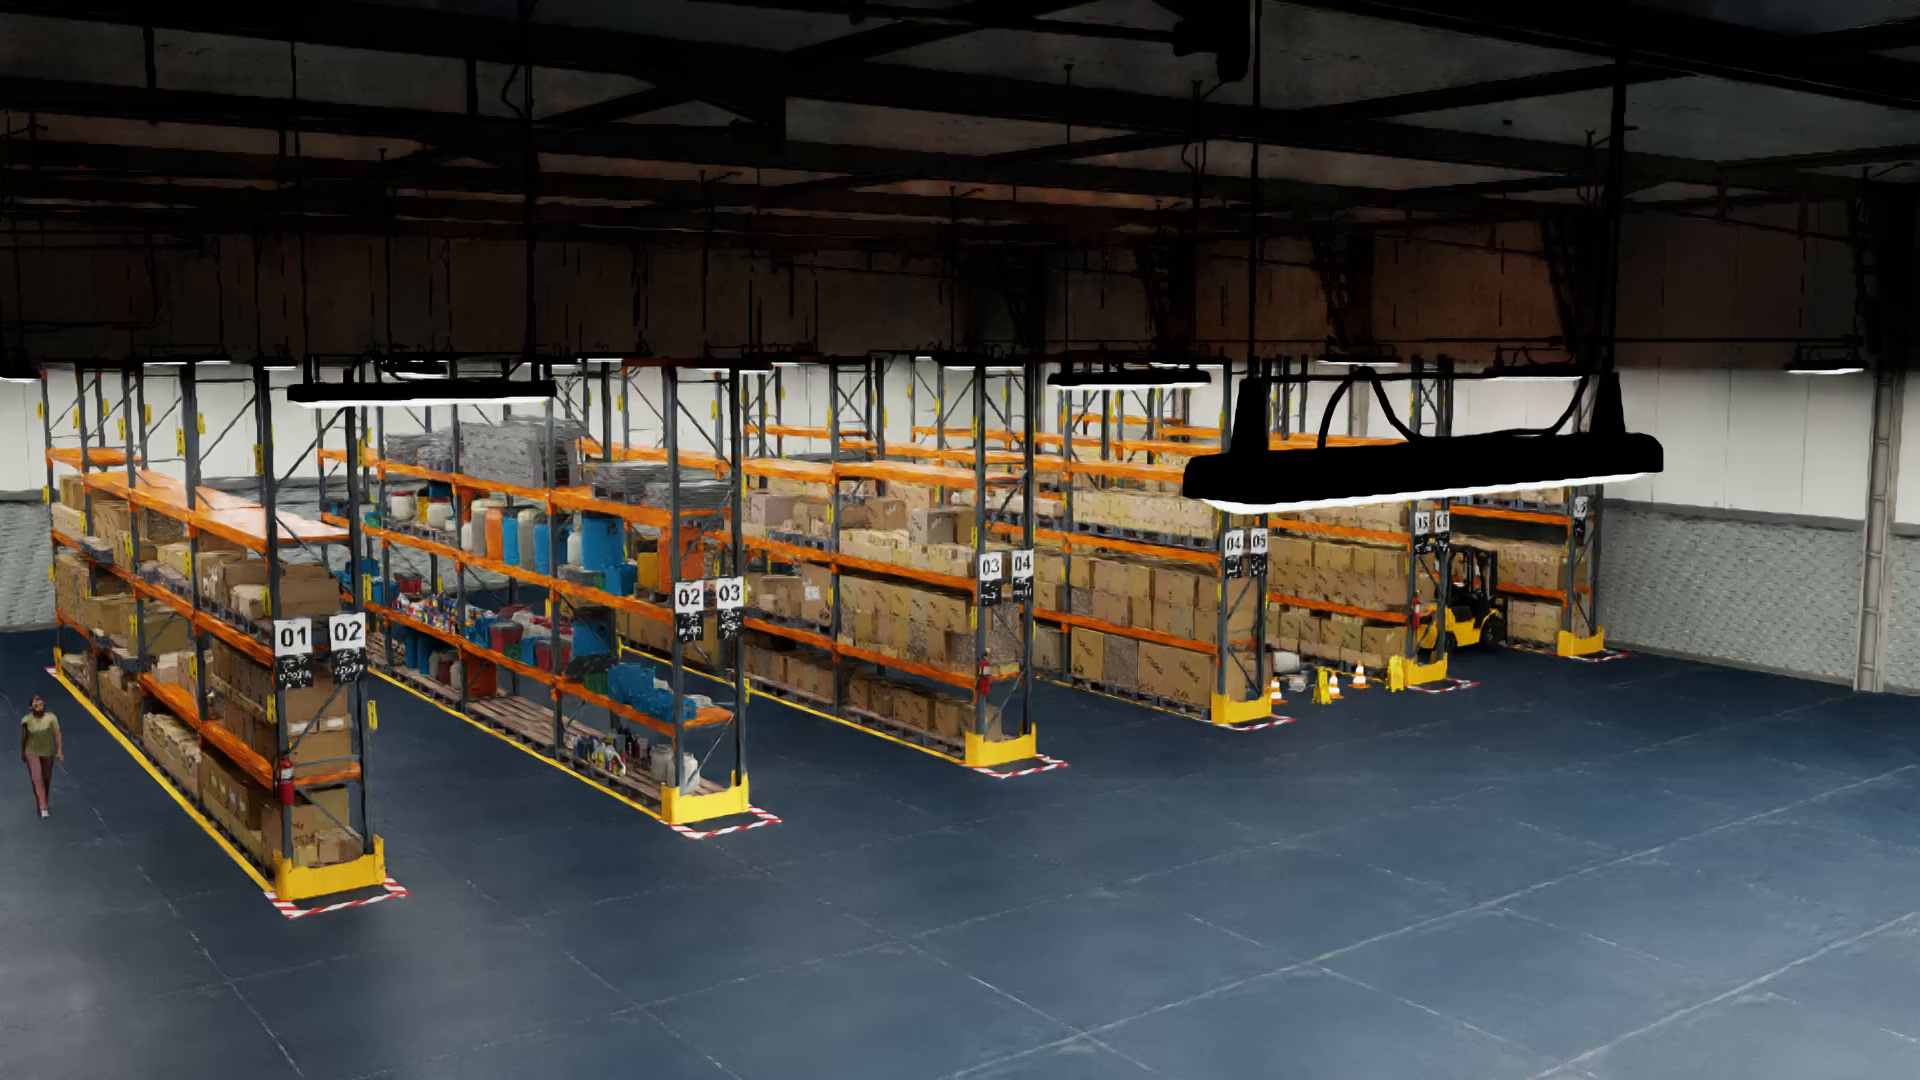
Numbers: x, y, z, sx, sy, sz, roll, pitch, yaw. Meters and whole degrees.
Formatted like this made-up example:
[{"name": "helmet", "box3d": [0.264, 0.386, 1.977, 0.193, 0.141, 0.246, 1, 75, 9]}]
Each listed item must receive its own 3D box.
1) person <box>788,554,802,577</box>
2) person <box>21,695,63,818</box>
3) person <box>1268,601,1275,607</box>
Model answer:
[{"name": "person", "box3d": [-3.611, 1.132, 36.164, 0.587, 1.709, 0.646, -2, 7, -18]}, {"name": "person", "box3d": [-12.289, 2.859, 22.276, 0.450, 1.611, 1.019, -5, 9, -37]}, {"name": "person", "box3d": [7.011, 1.024, 37.640, 0.522, 1.568, 0.523, -1, 7, -8]}]
